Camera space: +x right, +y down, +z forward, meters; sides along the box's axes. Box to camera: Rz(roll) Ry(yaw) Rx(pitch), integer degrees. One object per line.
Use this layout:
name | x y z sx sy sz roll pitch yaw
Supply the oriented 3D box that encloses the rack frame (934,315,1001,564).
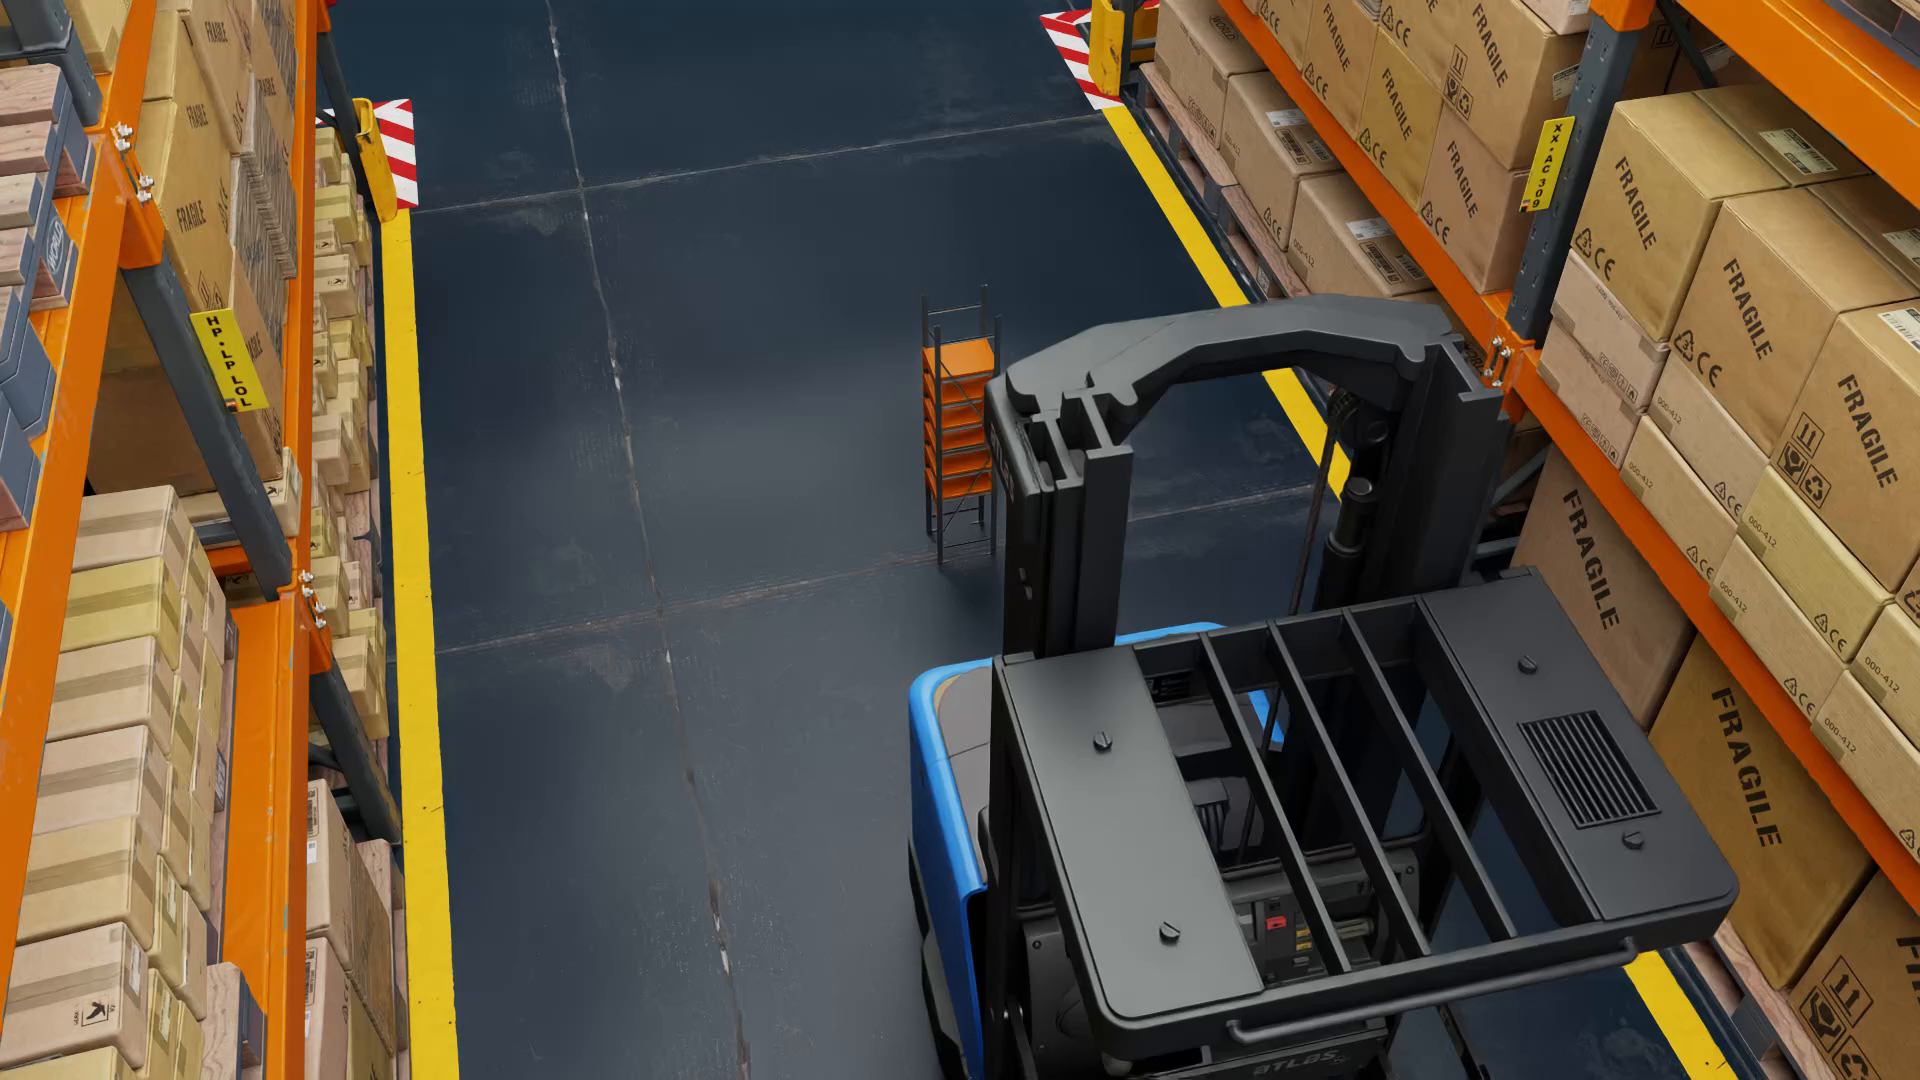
rack frame | 0.027 -0.347 6.250 0.240 1.200 0.006 -11 47 -10

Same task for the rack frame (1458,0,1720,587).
rack frame | 2.342 -0.925 5.556 1.000 3.000 0.127 -11 47 -10

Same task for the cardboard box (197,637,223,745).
cardboard box | -2.057 0.409 4.131 0.380 0.149 0.250 -10 47 -10

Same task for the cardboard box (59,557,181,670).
cardboard box | -2.056 0.210 3.909 0.380 0.149 0.250 -12 47 -12

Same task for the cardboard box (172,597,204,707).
cardboard box | -2.056 0.307 4.022 0.380 0.149 0.250 -10 46 -10

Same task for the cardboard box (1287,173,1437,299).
cardboard box | 2.055 -1.246 7.371 0.875 0.438 0.875 -12 47 -11

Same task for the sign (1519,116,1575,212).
sign | 1.806 -1.153 5.118 0.100 0.325 0.005 -11 47 -10

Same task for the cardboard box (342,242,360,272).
cardboard box | -2.896 -1.294 7.412 0.380 0.149 0.250 -12 47 -12

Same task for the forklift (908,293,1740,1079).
forklift | 0.654 1.063 3.656 1.130 2.935 3.031 -9 46 -9

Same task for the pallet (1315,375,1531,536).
pallet | 2.223 -0.488 7.080 1.003 0.211 1.213 -11 47 -10

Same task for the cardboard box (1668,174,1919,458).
cardboard box | 2.334 -0.607 4.474 0.500 0.500 0.500 -11 47 -11

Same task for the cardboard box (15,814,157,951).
cardboard box | -1.865 0.740 3.390 0.380 0.149 0.250 -12 47 -12

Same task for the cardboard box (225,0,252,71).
cardboard box | -2.674 -1.858 5.492 0.500 0.500 0.500 -12 47 -12

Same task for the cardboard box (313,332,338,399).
cardboard box | -2.681 -0.666 6.588 0.380 0.149 0.250 -10 47 -10

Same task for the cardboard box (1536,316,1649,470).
cardboard box | 2.199 -0.520 5.264 0.500 0.250 0.500 -12 47 -11

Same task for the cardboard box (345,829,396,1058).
cardboard box | -1.984 1.243 4.888 0.500 0.500 0.500 -12 47 -11

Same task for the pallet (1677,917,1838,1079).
pallet | 2.928 1.414 5.216 1.003 0.211 1.213 -11 47 -10

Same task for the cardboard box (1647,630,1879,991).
cardboard box | 2.817 0.708 5.150 0.875 0.875 0.875 -9 46 -9

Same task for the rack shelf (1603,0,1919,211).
rack shelf | 2.854 -0.342 3.388 1.077 0.370 4.000 -11 47 -10

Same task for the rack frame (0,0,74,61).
rack frame | -2.417 -2.049 2.458 1.000 3.000 0.127 -11 47 -10

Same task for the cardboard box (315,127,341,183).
cardboard box | -3.061 -1.750 7.650 0.380 0.149 0.250 -10 46 -10

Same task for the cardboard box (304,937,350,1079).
cardboard box | -1.863 1.341 4.267 0.500 0.250 0.500 -9 46 -8

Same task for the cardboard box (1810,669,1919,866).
cardboard box | 2.568 0.541 4.225 0.500 0.250 0.500 -11 47 -11

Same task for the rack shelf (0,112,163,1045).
rack shelf | -1.905 0.633 2.433 1.077 0.370 4.000 -11 47 -10

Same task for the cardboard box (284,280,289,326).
cardboard box | -2.496 -0.831 5.640 0.380 0.149 0.250 -10 46 -10

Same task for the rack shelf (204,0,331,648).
rack shelf | -2.929 -1.079 6.211 1.077 0.370 4.000 -11 47 -10

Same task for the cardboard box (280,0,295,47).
cardboard box | -2.951 -2.231 6.558 0.500 0.500 0.500 -11 47 -11

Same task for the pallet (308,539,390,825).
pallet | -2.623 0.569 6.044 1.003 0.211 1.213 -11 47 -10

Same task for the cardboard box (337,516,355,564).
cardboard box | -2.495 0.079 6.274 0.380 0.149 0.250 -12 47 -11

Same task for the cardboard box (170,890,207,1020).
cardboard box | -1.855 0.945 3.605 0.380 0.149 0.250 -13 47 -12

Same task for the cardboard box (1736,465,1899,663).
cardboard box | 2.446 0.016 4.389 0.500 0.250 0.500 -10 46 -10

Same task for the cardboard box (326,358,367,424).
cardboard box | -2.605 -0.573 6.705 0.380 0.149 0.250 -10 46 -10

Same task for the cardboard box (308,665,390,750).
cardboard box | -2.200 0.591 5.773 0.380 0.149 0.250 -13 47 -12

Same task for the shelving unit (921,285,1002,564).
shelving unit | 0.004 -0.410 6.312 0.258 1.200 0.189 -11 47 -10

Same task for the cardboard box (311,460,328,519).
cardboard box | -2.520 -0.125 6.058 0.380 0.149 0.250 -12 47 -11

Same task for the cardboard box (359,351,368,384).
cardboard box | -2.705 -0.653 6.992 0.380 0.149 0.250 -10 46 -10

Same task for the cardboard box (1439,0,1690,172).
cardboard box | 1.954 -1.585 5.433 0.500 0.500 0.500 -11 47 -11

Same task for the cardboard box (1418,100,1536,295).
cardboard box | 1.976 -1.233 5.788 0.500 0.500 0.500 -10 46 -10

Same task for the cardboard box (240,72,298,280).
cardboard box | -2.528 -1.171 5.520 0.500 0.500 0.500 -12 47 -11

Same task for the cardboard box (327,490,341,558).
cardboard box | -2.516 -0.019 6.162 0.380 0.149 0.250 -13 47 -12

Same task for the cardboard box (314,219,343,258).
cardboard box | -2.858 -1.220 7.131 0.380 0.149 0.250 -12 47 -12

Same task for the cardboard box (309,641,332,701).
cardboard box | -2.305 0.417 5.526 0.380 0.149 0.250 -9 46 -9

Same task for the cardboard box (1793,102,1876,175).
cardboard box | 2.699 -1.047 4.906 0.500 0.500 0.500 -9 46 -9

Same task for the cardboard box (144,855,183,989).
cardboard box | -1.856 0.847 3.493 0.380 0.149 0.250 -13 47 -12

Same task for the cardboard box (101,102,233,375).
cardboard box | -2.297 -0.795 4.450 0.500 0.500 0.500 -10 46 -9

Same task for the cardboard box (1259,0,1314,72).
cardboard box | 1.577 -2.296 6.830 0.500 0.500 0.500 -9 46 -9

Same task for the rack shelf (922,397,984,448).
rack shelf | 0.004 -0.463 6.258 0.258 0.103 0.180 -11 47 -10

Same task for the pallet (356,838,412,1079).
pallet | -2.217 1.564 5.070 1.003 0.211 1.213 -11 47 -10

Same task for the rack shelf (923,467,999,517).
rack shelf | 0.004 -0.211 6.515 0.258 0.103 0.180 -11 47 -10
